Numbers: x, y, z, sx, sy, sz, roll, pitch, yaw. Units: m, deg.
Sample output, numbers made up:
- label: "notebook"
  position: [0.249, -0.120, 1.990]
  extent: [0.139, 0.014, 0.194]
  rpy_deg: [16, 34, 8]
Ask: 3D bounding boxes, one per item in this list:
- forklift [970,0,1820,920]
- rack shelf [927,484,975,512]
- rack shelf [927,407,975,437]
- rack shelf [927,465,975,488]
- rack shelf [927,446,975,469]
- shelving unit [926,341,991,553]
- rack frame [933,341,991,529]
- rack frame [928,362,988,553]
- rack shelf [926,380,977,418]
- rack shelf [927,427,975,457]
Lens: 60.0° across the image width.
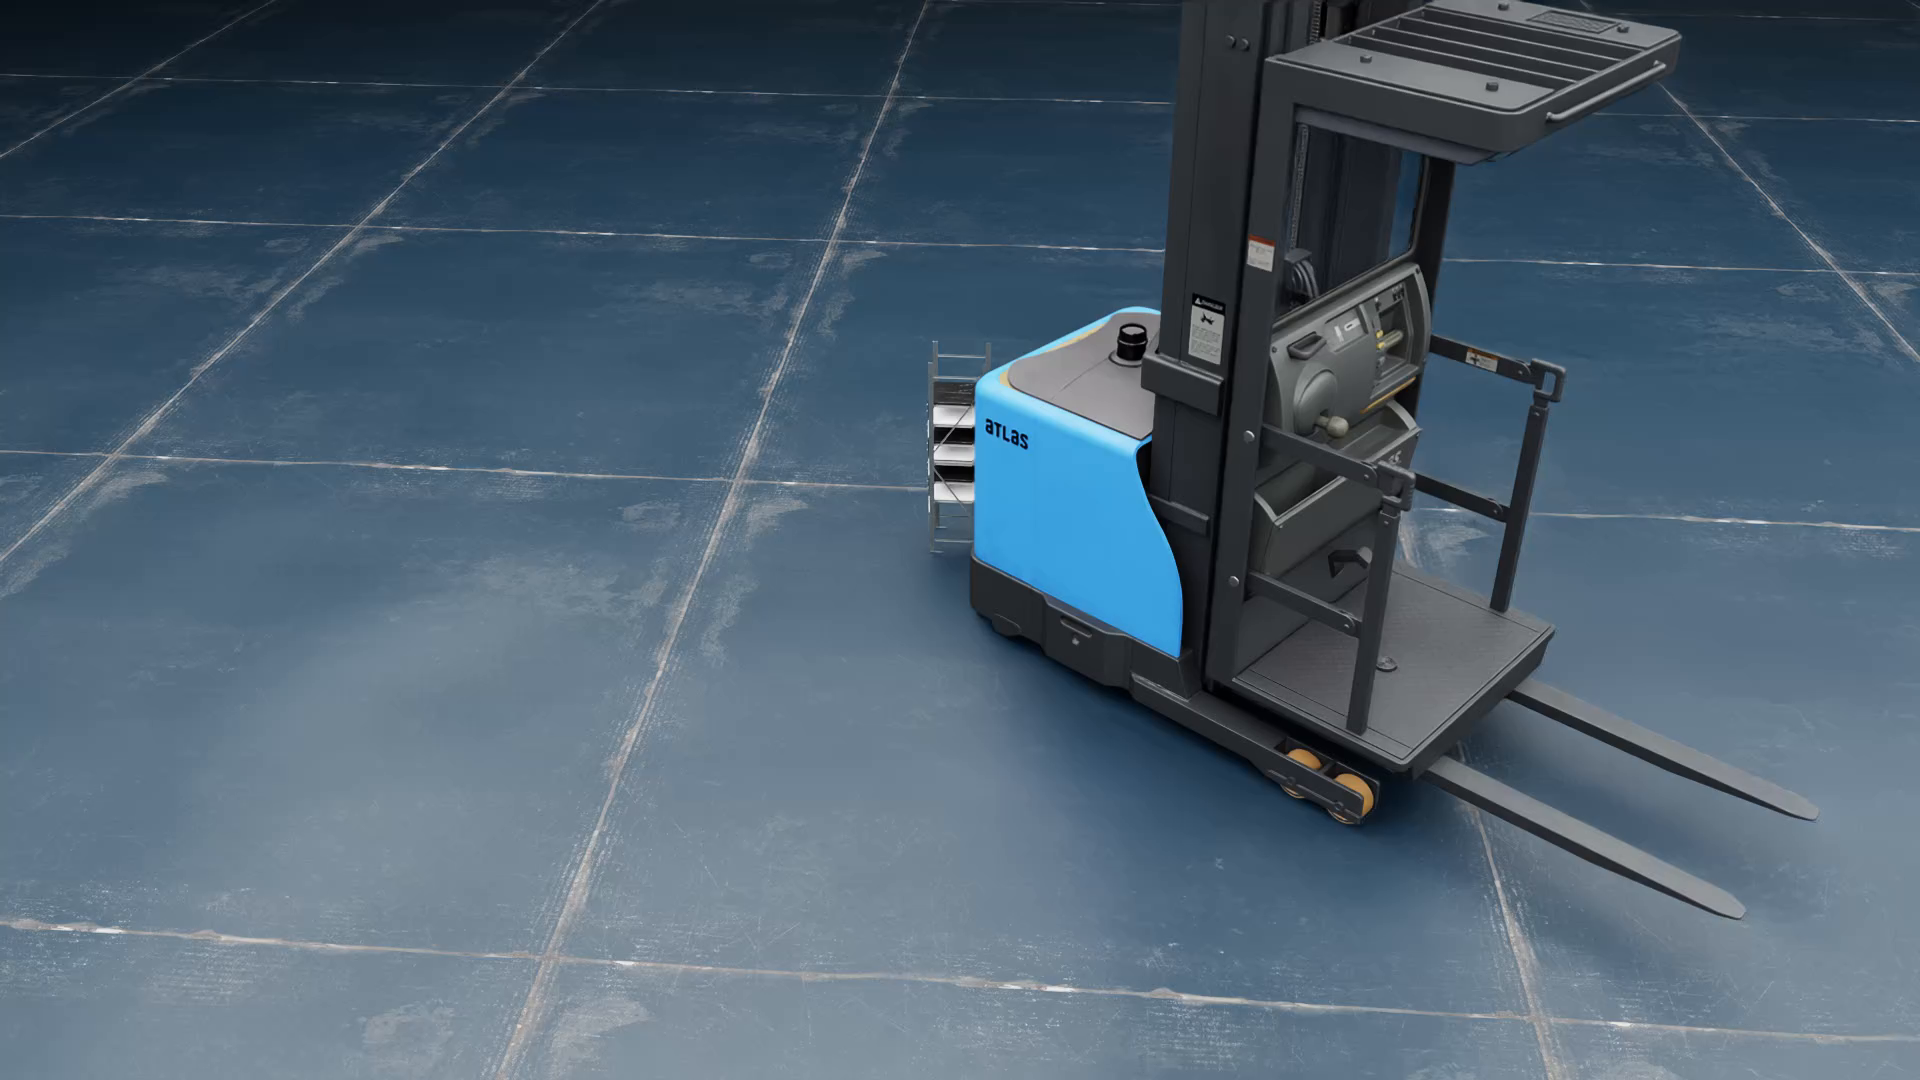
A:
- label: "forklift"
  position: [1.460, -0.591, 5.416]
  extent: [3.031, 2.935, 1.130]
  rpy_deg: [26, 40, 36]
- label: "rack shelf"
  position: [-0.001, -0.197, 7.119]
  extent: [0.258, 0.077, 0.200]
  rpy_deg: [2, 32, 4]
- label: "rack shelf"
  position: [-0.001, -0.504, 6.930]
  extent: [0.258, 0.077, 0.200]
  rpy_deg: [2, 32, 4]
- label: "rack shelf"
  position: [-0.001, -0.274, 7.072]
  extent: [0.258, 0.077, 0.200]
  rpy_deg: [2, 32, 4]
- label: "rack shelf"
  position: [-0.001, -0.350, 7.025]
  extent: [0.258, 0.077, 0.200]
  rpy_deg: [2, 32, 4]
- label: "shelving unit"
  position: [-0.001, -0.379, 7.007]
  extent: [0.258, 0.900, 0.210]
  rpy_deg: [2, 32, 4]
- label: "rack frame"
  position: [0.008, -0.432, 7.093]
  extent: [0.240, 0.900, 0.006]
  rpy_deg: [2, 32, 4]
- label: "rack frame"
  position: [-0.009, -0.326, 6.921]
  extent: [0.240, 0.900, 0.006]
  rpy_deg: [2, 32, 4]
- label: "rack shelf"
  position: [-0.001, -0.580, 6.883]
  extent: [0.258, 0.077, 0.200]
  rpy_deg: [2, 32, 4]
- label: "rack shelf"
  position: [-0.001, -0.427, 6.977]
  extent: [0.258, 0.077, 0.200]
  rpy_deg: [2, 32, 4]
